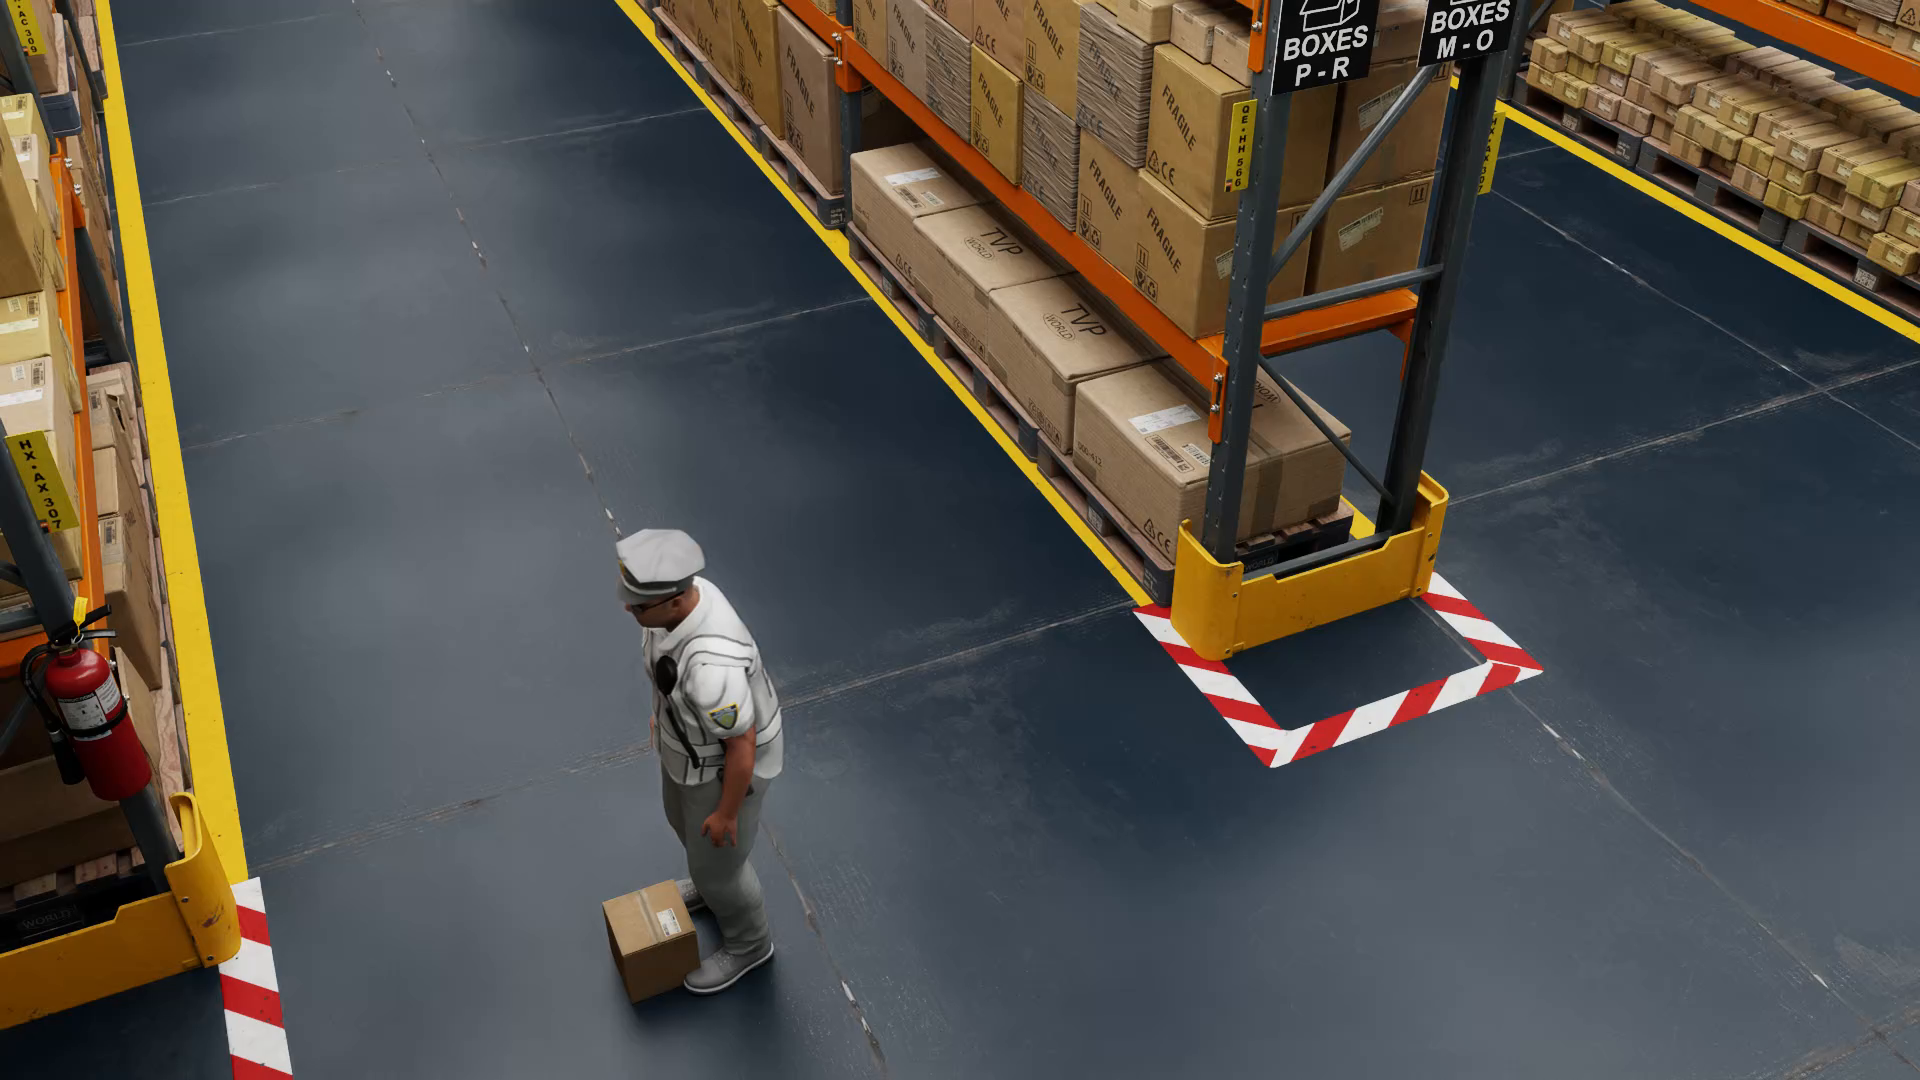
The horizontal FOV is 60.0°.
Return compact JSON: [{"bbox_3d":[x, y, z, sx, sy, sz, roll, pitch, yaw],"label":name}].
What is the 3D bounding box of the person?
[{"bbox_3d":[-0.792,0.681,5.241,0.438,1.749,0.599,-17,40,-21],"label":"person"}]
